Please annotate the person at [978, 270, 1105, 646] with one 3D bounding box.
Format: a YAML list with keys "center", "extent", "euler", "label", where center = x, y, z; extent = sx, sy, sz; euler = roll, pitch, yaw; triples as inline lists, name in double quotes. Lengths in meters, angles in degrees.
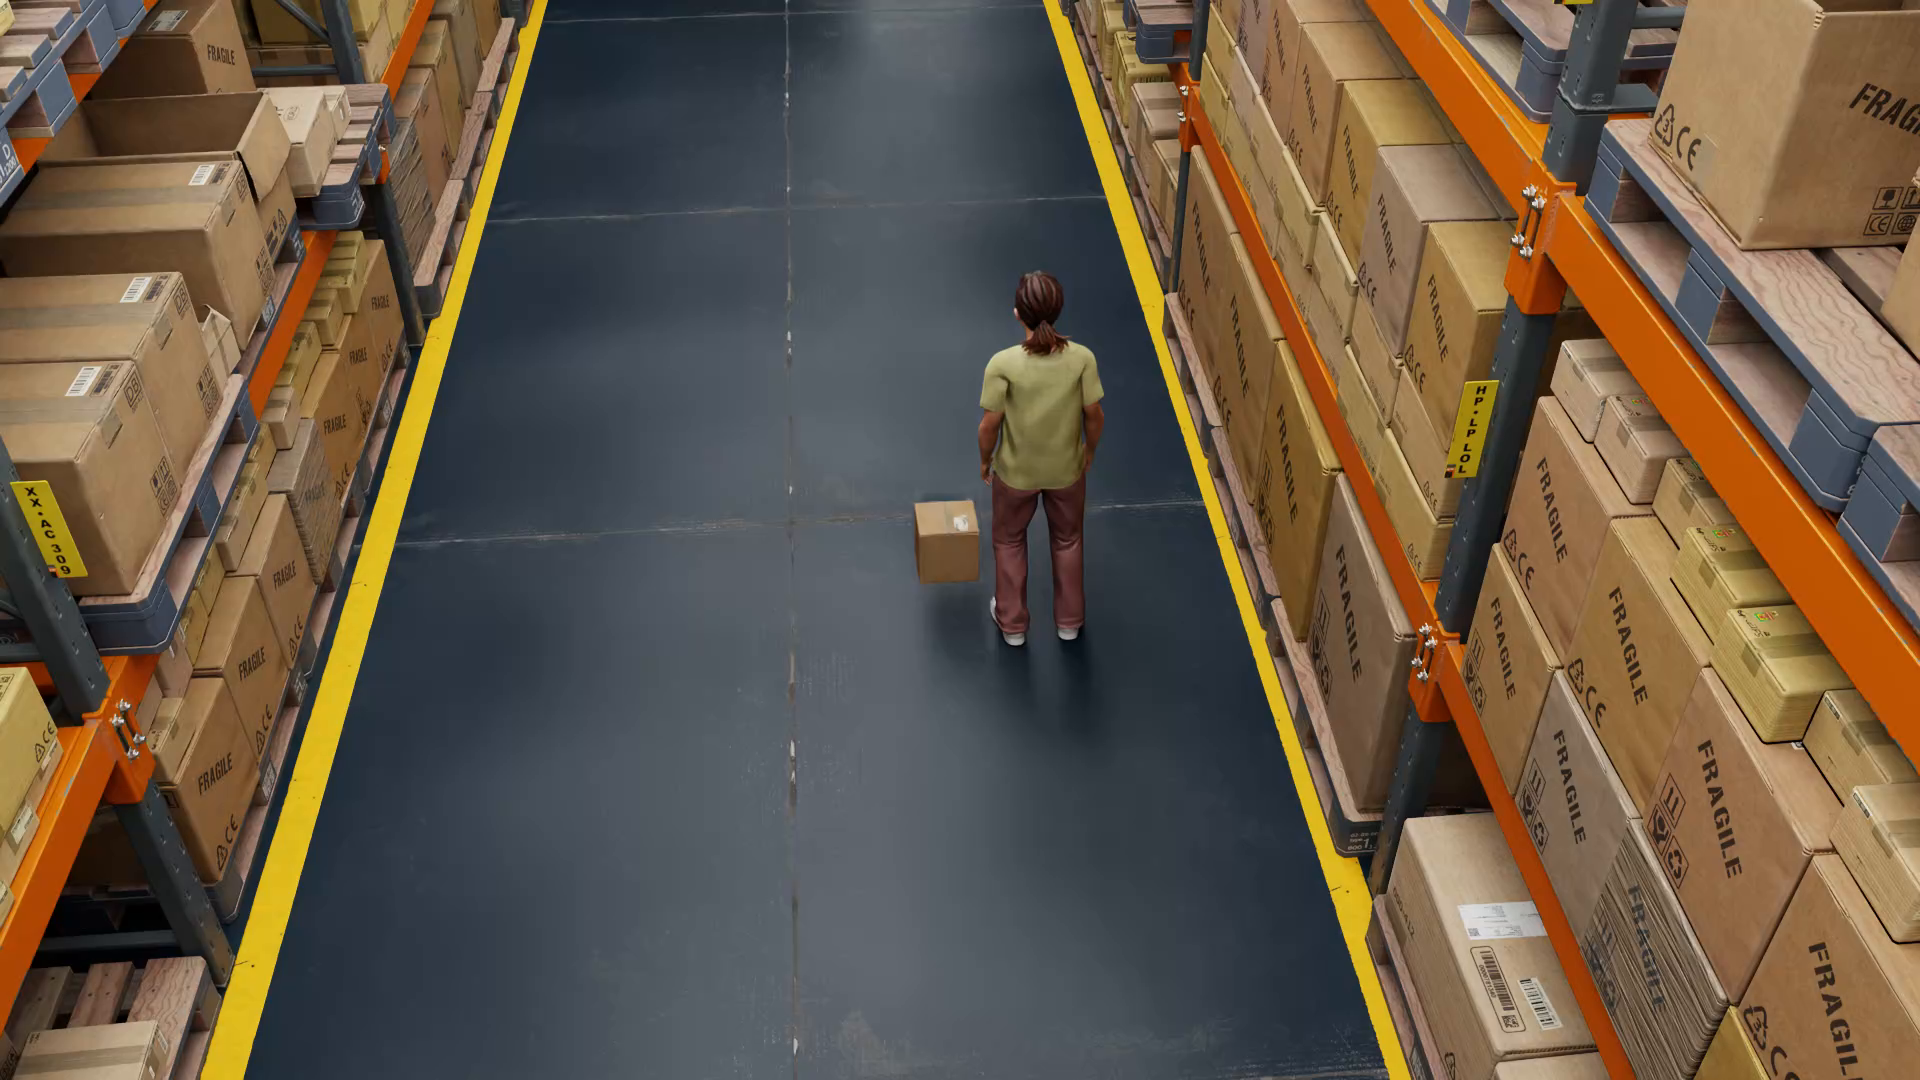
- center: [0.304, -0.287, 6.506]
  extent: [0.488, 1.674, 0.357]
  euler: [-4, 39, -5]
  label: "person"
